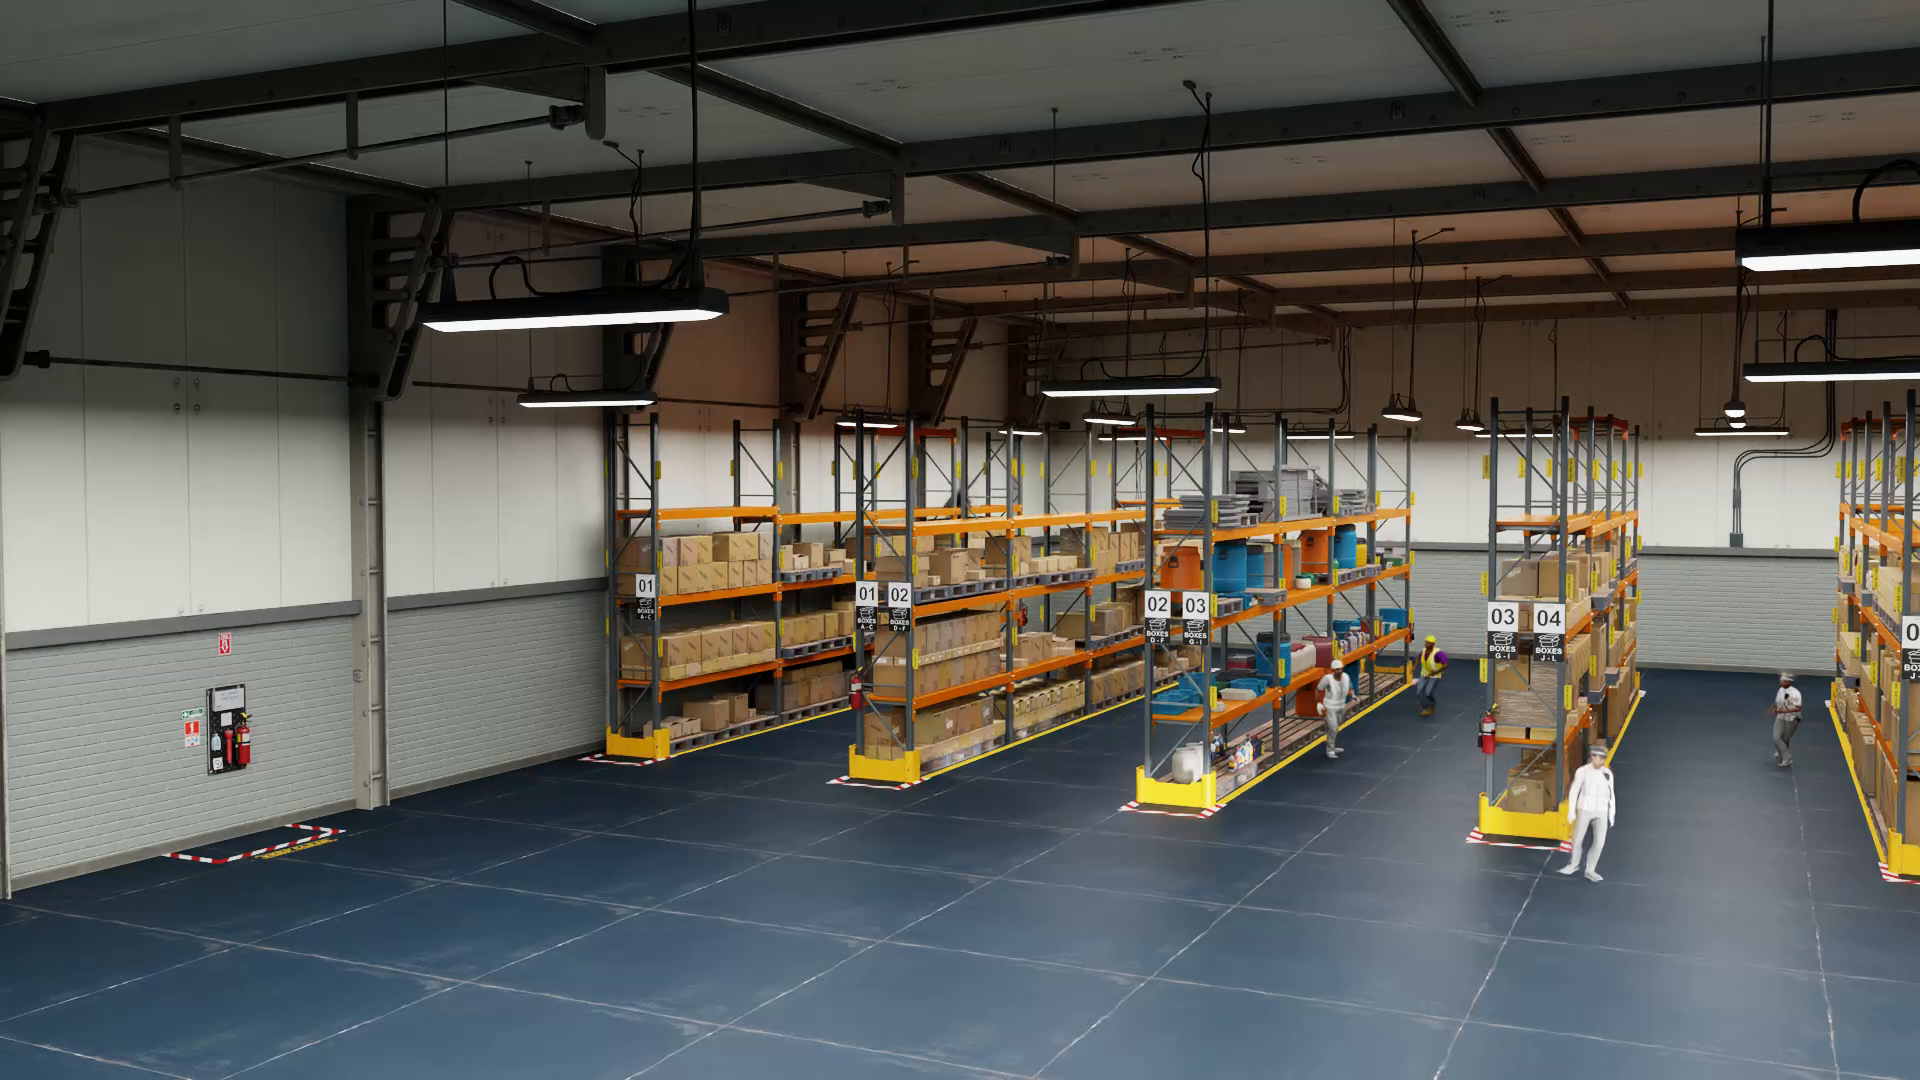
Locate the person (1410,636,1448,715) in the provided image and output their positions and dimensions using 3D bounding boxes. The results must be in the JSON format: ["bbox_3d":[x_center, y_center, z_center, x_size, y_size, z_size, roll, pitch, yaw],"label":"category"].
[{"bbox_3d":[9.546,2.764,33.809,0.763,1.666,0.491,2,3,43],"label":"person"}]

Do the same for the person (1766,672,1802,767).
[{"bbox_3d":[14.029,3.033,28.229,0.636,1.631,0.685,-2,3,-32],"label":"person"}]

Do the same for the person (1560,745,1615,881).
[{"bbox_3d":[7.676,3.321,20.318,0.594,1.651,0.465,0,2,1],"label":"person"}]

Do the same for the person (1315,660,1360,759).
[{"bbox_3d":[6.573,2.932,28.990,0.737,1.726,0.834,-1,3,-31],"label":"person"}]
